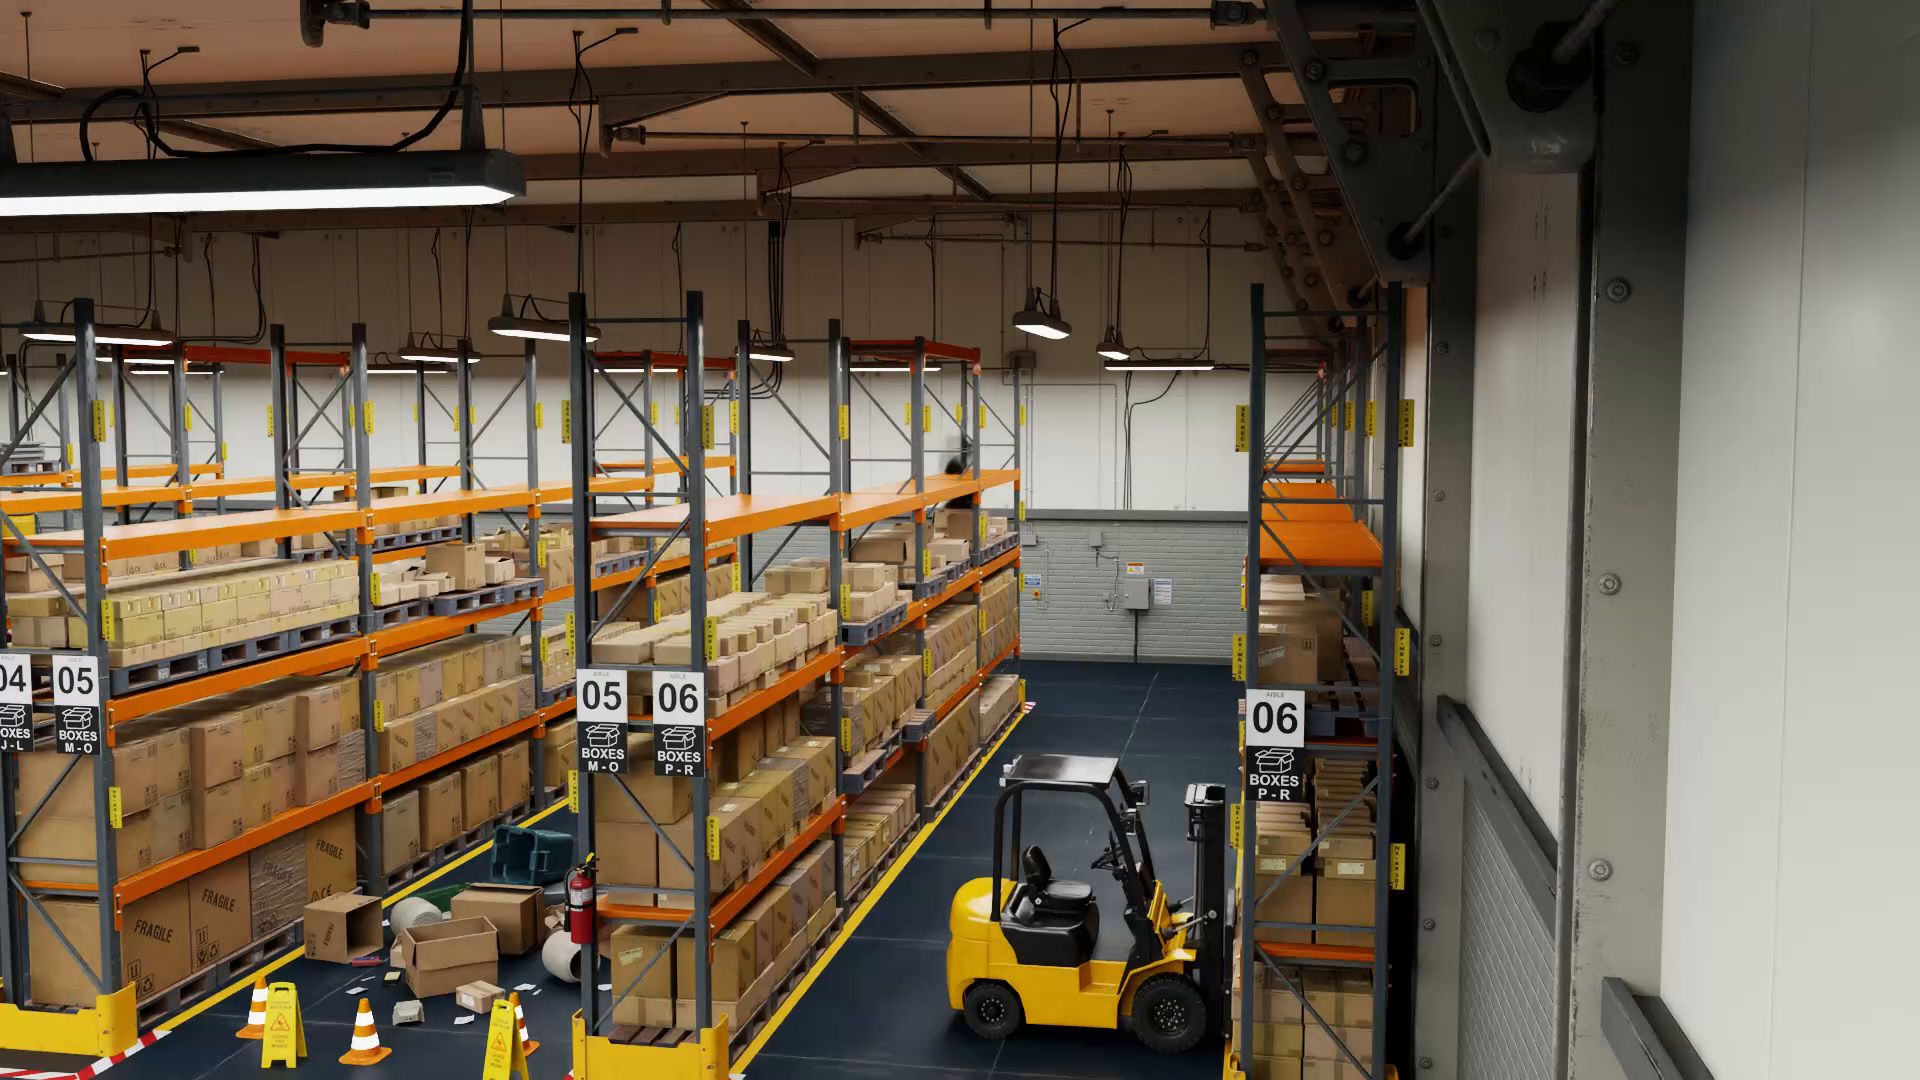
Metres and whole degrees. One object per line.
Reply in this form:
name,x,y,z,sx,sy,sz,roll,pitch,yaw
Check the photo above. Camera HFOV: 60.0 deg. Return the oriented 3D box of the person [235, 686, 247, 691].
person,-9.052,2.647,21.056,0.610,1.643,0.831,1,5,10
